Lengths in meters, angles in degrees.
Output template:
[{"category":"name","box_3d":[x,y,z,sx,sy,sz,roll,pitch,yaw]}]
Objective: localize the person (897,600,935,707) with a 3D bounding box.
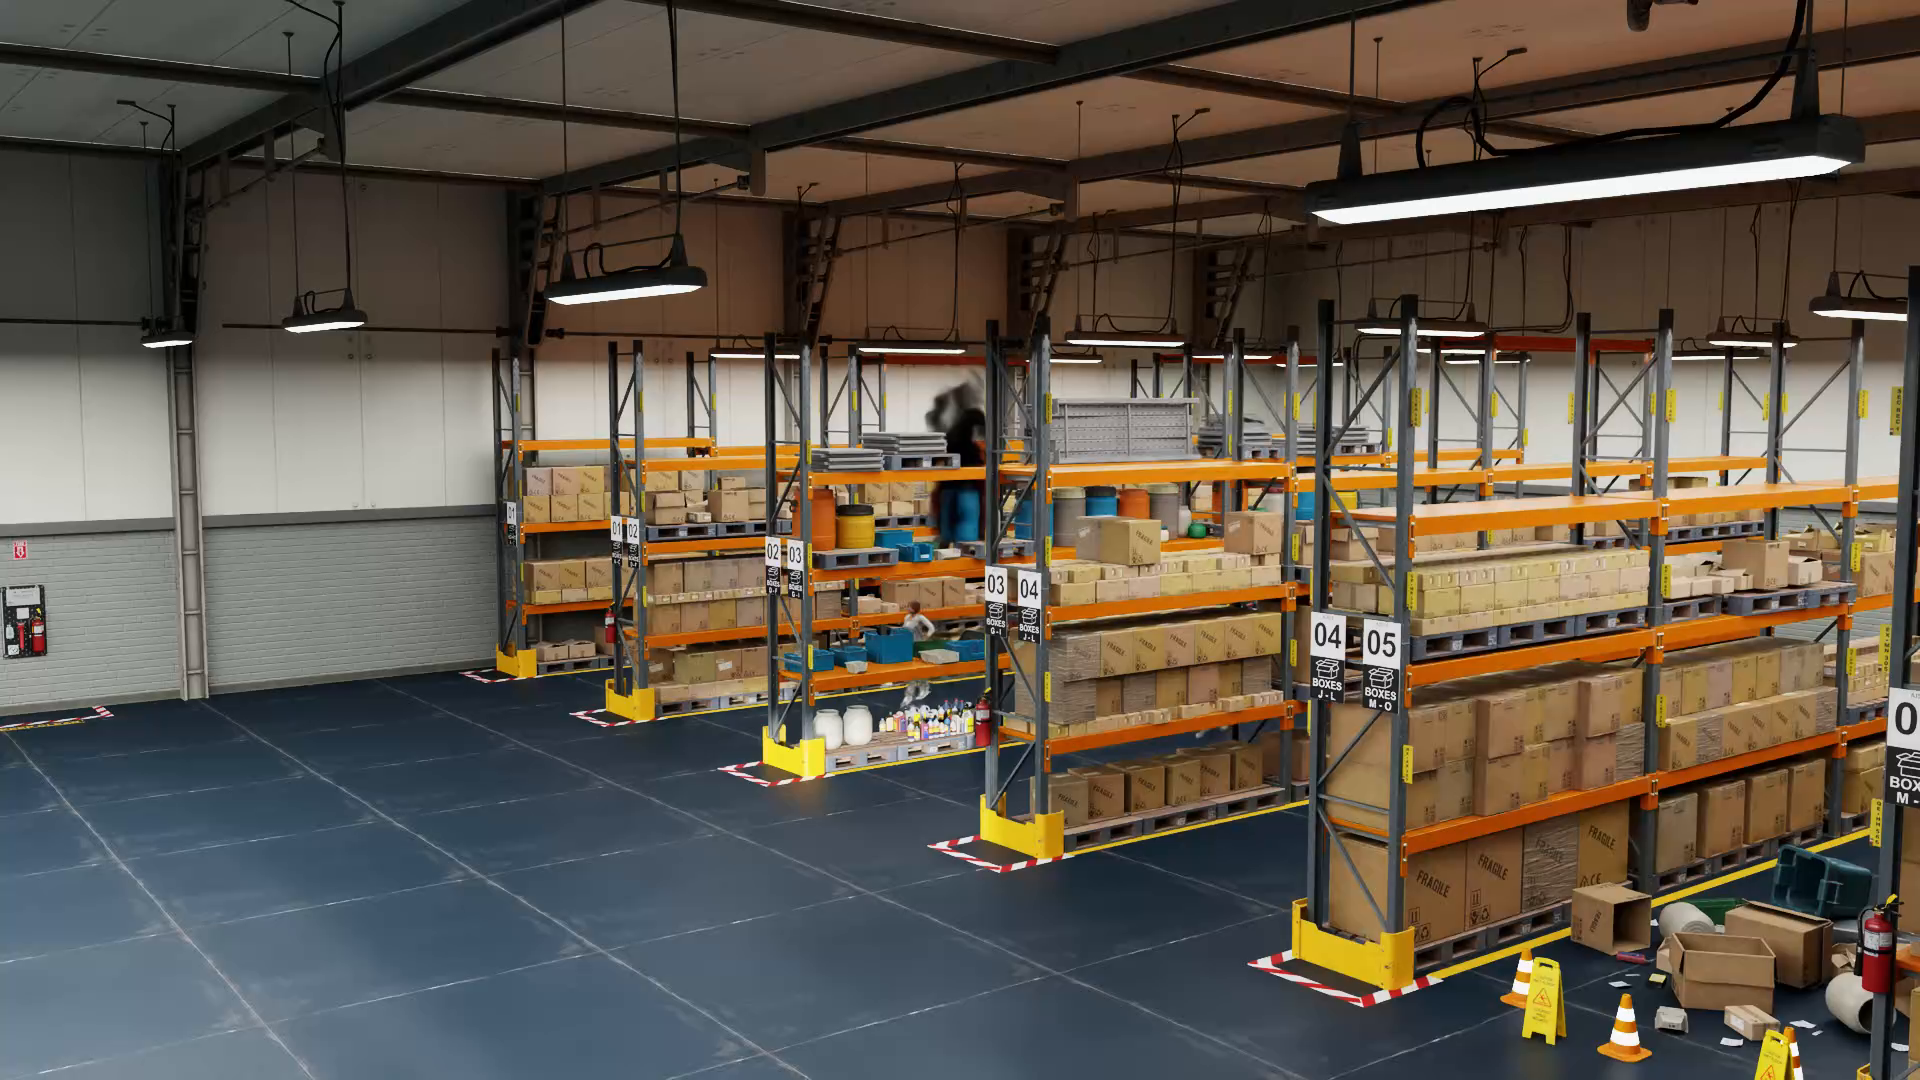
[{"category":"person","box_3d":[-0.728,1.764,26.191,0.673,1.656,0.519,-4,7,-40]}]

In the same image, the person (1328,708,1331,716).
[{"category":"person","box_3d":[5.412,2.152,24.469,0.763,1.838,0.625,-4,6,-37]}]

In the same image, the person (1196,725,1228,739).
[{"category":"person","box_3d":[3.746,1.995,24.092,0.783,1.704,0.549,-5,7,-44]}]
